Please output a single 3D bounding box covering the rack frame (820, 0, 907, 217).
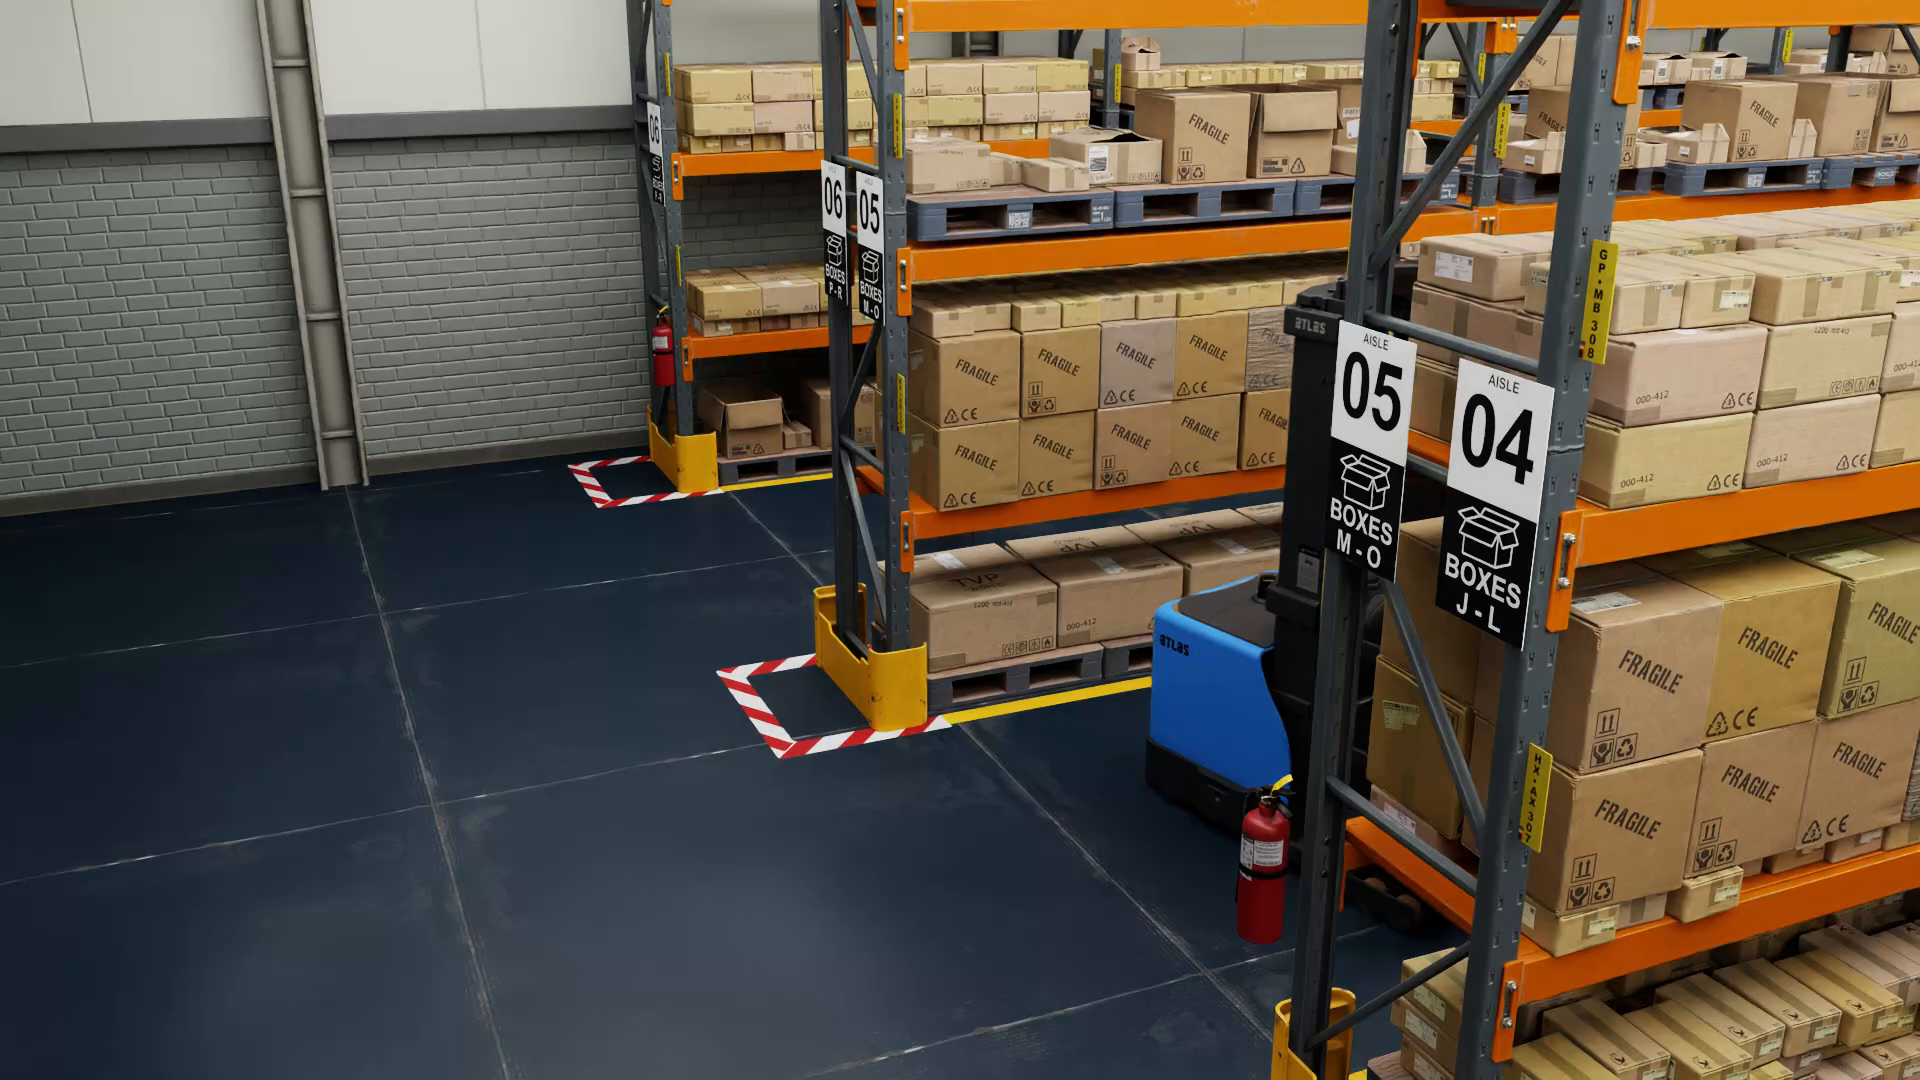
[{"bbox_3d":[-0.542,-3.308,8.868,0.127,3.000,1.000,-8,21,-22],"label":"rack frame"}]

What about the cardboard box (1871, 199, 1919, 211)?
[{"bbox_3d":[3.596,-1.154,6.139,0.250,0.149,0.380,-7,21,-19],"label":"cardboard box"}]

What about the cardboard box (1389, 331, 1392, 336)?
[{"bbox_3d":[2.807,-1.377,10.761,0.500,0.500,0.500,-8,21,-22],"label":"cardboard box"}]

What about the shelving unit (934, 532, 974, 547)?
[{"bbox_3d":[-0.049,-0.488,12.828,0.252,1.050,0.215,-8,21,-22],"label":"shelving unit"}]

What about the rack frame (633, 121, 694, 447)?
[{"bbox_3d":[-2.511,-1.992,14.162,0.127,3.000,1.000,-8,21,-22],"label":"rack frame"}]

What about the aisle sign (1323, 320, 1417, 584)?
[{"bbox_3d":[1.326,-0.290,5.416,0.004,0.787,0.394,-8,21,-22],"label":"aisle sign"}]

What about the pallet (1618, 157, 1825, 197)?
[{"bbox_3d":[5.208,-2.608,11.680,1.213,0.211,1.003,-7,21,-19],"label":"pallet"}]

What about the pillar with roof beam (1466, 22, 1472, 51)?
[{"bbox_3d":[7.380,-5.007,13.694,0.400,9.000,9.100,-8,21,-22],"label":"pillar with roof beam"}]

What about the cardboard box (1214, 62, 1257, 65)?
[{"bbox_3d":[2.598,-4.429,15.716,0.250,0.149,0.380,-8,21,-22],"label":"cardboard box"}]

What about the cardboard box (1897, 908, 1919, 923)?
[{"bbox_3d":[4.070,1.586,7.213,0.250,0.149,0.380,-9,21,-25],"label":"cardboard box"}]

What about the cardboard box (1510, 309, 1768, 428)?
[{"bbox_3d":[2.027,-0.542,5.001,0.500,0.250,0.500,-8,21,-21],"label":"cardboard box"}]

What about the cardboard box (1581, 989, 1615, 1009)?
[{"bbox_3d":[2.360,1.799,6.609,0.250,0.149,0.380,-9,21,-24],"label":"cardboard box"}]

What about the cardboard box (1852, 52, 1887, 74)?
[{"bbox_3d":[9.990,-5.270,18.375,0.258,0.266,0.396,-9,21,-23],"label":"cardboard box"}]

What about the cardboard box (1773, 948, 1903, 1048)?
[{"bbox_3d":[3.328,1.739,6.330,0.250,0.149,0.380,-8,21,-21],"label":"cardboard box"}]

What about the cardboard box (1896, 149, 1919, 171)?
[{"bbox_3d":[7.161,-2.817,12.367,0.250,0.149,0.380,-8,21,-22],"label":"cardboard box"}]

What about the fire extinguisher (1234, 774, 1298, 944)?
[{"bbox_3d":[1.098,1.122,5.995,0.183,0.674,0.296,-8,21,-22],"label":"fire extinguisher"}]

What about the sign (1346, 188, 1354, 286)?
[{"bbox_3d":[1.310,-0.987,5.458,0.005,0.325,0.100,-8,21,-22],"label":"sign"}]

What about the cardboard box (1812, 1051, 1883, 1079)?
[{"bbox_3d":[3.291,2.030,6.401,0.250,0.149,0.380,-9,21,-25],"label":"cardboard box"}]

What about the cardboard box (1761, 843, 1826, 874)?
[{"bbox_3d":[2.867,1.024,5.975,0.250,0.149,0.380,-8,21,-22],"label":"cardboard box"}]

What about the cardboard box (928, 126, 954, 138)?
[{"bbox_3d":[-0.241,-3.521,14.367,0.250,0.149,0.380,-8,21,-21],"label":"cardboard box"}]

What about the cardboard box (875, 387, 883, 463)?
[{"bbox_3d":[-0.204,-0.670,10.257,0.500,0.500,0.500,-8,21,-22],"label":"cardboard box"}]

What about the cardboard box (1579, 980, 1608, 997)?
[{"bbox_3d":[2.338,1.648,6.588,0.250,0.149,0.380,-9,21,-23],"label":"cardboard box"}]

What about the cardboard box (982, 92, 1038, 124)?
[{"bbox_3d":[0.345,-3.791,14.533,0.500,0.250,0.500,-9,21,-24],"label":"cardboard box"}]

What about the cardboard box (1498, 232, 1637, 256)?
[{"bbox_3d":[1.957,-0.893,5.397,0.250,0.149,0.380,-8,21,-21],"label":"cardboard box"}]

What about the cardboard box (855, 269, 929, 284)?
[{"bbox_3d":[-0.600,-2.247,14.664,0.500,0.250,0.500,-9,21,-23],"label":"cardboard box"}]

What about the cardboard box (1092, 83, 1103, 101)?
[{"bbox_3d":[1.412,-4.120,15.287,0.250,0.149,0.380,-8,21,-22],"label":"cardboard box"}]

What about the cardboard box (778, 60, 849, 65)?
[{"bbox_3d":[-1.267,-3.995,14.360,0.500,0.250,0.500,-8,21,-21],"label":"cardboard box"}]

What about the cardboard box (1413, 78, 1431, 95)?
[{"bbox_3d":[4.359,-4.428,16.191,0.250,0.149,0.380,-9,21,-23],"label":"cardboard box"}]

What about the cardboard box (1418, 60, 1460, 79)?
[{"bbox_3d":[4.636,-4.581,16.177,0.250,0.149,0.380,-7,21,-20],"label":"cardboard box"}]

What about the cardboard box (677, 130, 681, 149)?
[{"bbox_3d":[-2.309,-3.401,14.026,0.250,0.149,0.380,-8,21,-20],"label":"cardboard box"}]

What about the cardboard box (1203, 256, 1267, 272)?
[{"bbox_3d":[1.784,-1.742,10.820,0.250,0.149,0.380,-9,21,-23],"label":"cardboard box"}]

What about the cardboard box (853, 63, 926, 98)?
[{"bbox_3d":[-0.610,-3.895,14.077,0.500,0.250,0.500,-8,21,-20],"label":"cardboard box"}]

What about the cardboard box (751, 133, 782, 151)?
[{"bbox_3d":[-1.654,-3.330,13.825,0.250,0.149,0.380,-8,21,-22],"label":"cardboard box"}]

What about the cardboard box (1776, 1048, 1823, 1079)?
[{"bbox_3d":[3.043,1.891,6.348,0.250,0.149,0.380,-9,21,-25],"label":"cardboard box"}]

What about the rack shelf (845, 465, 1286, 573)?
[{"bbox_3d":[1.295,-0.402,10.731,4.000,0.370,1.077,-8,21,-22],"label":"rack shelf"}]

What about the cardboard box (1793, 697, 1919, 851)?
[{"bbox_3d":[2.970,0.717,5.872,0.500,0.500,0.500,-8,21,-21],"label":"cardboard box"}]

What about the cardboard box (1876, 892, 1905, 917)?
[{"bbox_3d":[3.801,1.456,7.135,0.250,0.149,0.380,-8,21,-21],"label":"cardboard box"}]

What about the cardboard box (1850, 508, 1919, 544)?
[{"bbox_3d":[3.443,0.182,5.883,0.500,0.500,0.500,-9,21,-24],"label":"cardboard box"}]

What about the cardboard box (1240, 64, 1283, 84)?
[{"bbox_3d":[2.766,-4.296,15.337,0.250,0.149,0.380,-8,21,-22],"label":"cardboard box"}]

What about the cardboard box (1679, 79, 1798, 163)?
[{"bbox_3d":[5.301,-2.871,11.359,0.500,0.500,0.500,-8,21,-21],"label":"cardboard box"}]

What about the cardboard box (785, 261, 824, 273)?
[{"bbox_3d":[-1.263,-2.334,14.912,0.500,0.250,0.500,-7,21,-20],"label":"cardboard box"}]

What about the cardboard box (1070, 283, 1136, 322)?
[{"bbox_3d":[0.845,-1.412,9.882,0.250,0.149,0.380,-8,21,-21],"label":"cardboard box"}]

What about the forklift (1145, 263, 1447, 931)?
[{"bbox_3d":[2.313,0.267,7.851,1.130,2.935,3.031,-14,24,-35],"label":"forklift"}]

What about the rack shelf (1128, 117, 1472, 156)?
[{"bbox_3d":[2.998,-3.857,16.025,4.000,0.370,1.077,-8,21,-22],"label":"rack shelf"}]

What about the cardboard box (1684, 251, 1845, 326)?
[{"bbox_3d":[2.419,-0.765,5.034,0.250,0.149,0.380,-8,21,-22],"label":"cardboard box"}]

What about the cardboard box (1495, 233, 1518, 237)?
[{"bbox_3d":[5.349,-3.185,17.026,0.500,0.250,0.500,-8,21,-22],"label":"cardboard box"}]

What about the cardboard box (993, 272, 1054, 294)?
[{"bbox_3d":[0.383,-1.532,10.225,0.250,0.149,0.380,-8,21,-21],"label":"cardboard box"}]

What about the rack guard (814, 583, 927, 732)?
[{"bbox_3d":[-0.564,0.704,10.271,0.348,0.500,1.175,-8,21,-22],"label":"rack guard"}]

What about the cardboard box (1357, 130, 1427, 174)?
[{"bbox_3d":[2.671,-2.420,10.281,0.258,0.266,0.396,-7,21,-20],"label":"cardboard box"}]

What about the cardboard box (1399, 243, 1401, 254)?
[{"bbox_3d":[3.994,-2.934,16.432,0.500,0.250,0.500,-9,21,-24],"label":"cardboard box"}]

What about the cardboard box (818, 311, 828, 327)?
[{"bbox_3d":[-1.160,-1.977,14.498,0.250,0.149,0.380,-8,21,-21],"label":"cardboard box"}]

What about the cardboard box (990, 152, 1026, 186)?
[{"bbox_3d":[0.189,-2.186,9.794,0.250,0.149,0.380,-10,22,-26],"label":"cardboard box"}]

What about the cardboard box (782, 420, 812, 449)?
[{"bbox_3d":[-1.507,-0.941,14.837,0.250,0.149,0.380,-9,21,-24],"label":"cardboard box"}]

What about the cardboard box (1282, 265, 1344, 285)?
[{"bbox_3d":[2.231,-1.622,10.479,0.250,0.149,0.380,-8,21,-22],"label":"cardboard box"}]

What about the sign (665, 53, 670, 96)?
[{"bbox_3d":[-2.296,-3.653,13.049,0.005,0.325,0.100,-8,21,-22],"label":"sign"}]

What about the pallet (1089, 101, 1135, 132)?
[{"bbox_3d":[1.788,-3.908,15.372,1.003,0.211,1.213,-8,21,-22],"label":"pallet"}]

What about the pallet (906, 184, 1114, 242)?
[{"bbox_3d":[0.135,-1.952,9.667,1.213,0.211,1.003,-8,21,-22],"label":"pallet"}]
